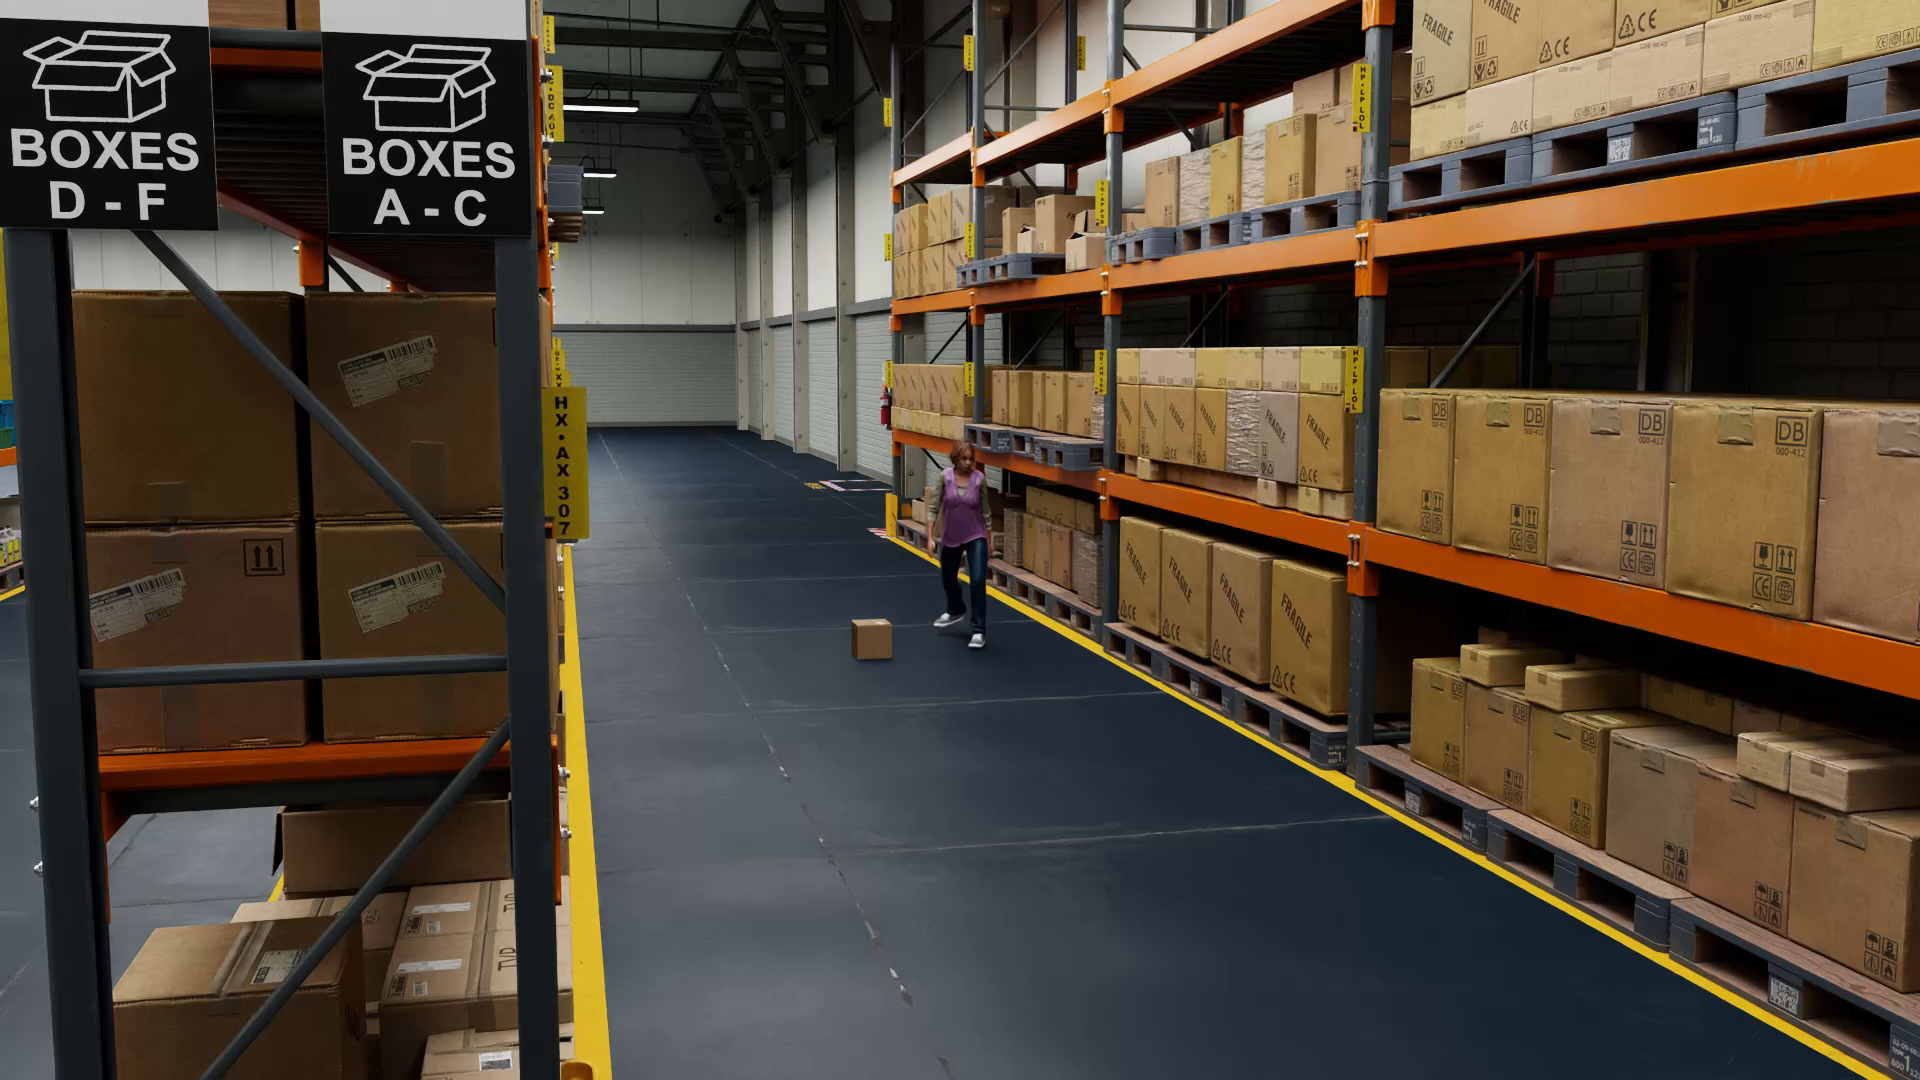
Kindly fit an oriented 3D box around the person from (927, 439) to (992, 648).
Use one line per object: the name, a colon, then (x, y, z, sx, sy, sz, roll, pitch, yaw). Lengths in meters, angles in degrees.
person: (0.011, 0.005, 12.550, 0.485, 1.526, 0.788, 1, 6, 8)
